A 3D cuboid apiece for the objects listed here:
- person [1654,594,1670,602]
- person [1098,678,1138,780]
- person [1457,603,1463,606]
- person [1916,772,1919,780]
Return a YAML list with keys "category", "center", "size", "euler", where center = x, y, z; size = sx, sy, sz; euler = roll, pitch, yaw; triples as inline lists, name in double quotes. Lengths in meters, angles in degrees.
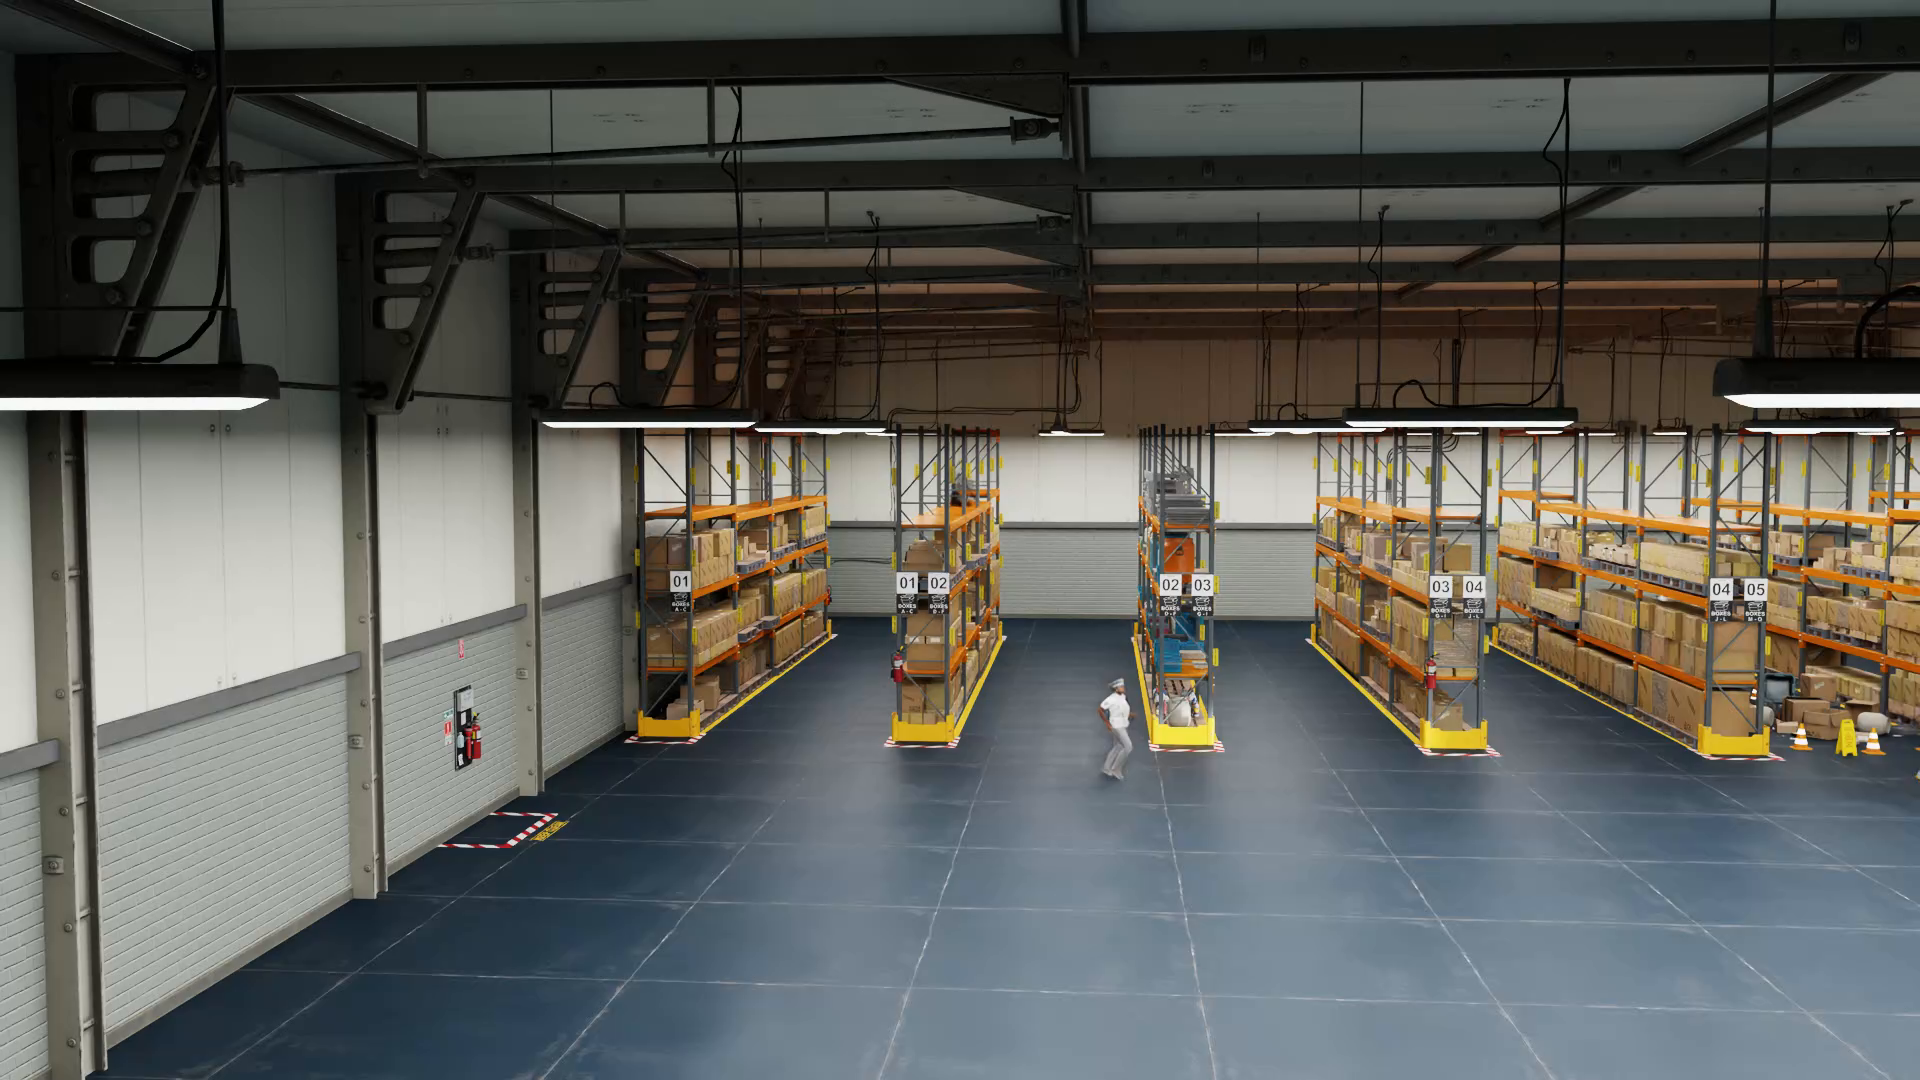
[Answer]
- category: "person"
  center: [19.985, 2.054, 47.245]
  size: [0.713, 1.677, 0.725]
  euler: [1, 4, 18]
- category: "person"
  center: [2.681, 3.176, 27.975]
  size: [0.697, 1.711, 0.545]
  euler: [2, 4, 29]
- category: "person"
  center: [14.037, 2.044, 46.785]
  size: [0.749, 1.714, 0.765]
  euler: [-2, 4, -28]
- category: "person"
  center: [15.724, 3.231, 26.441]
  size: [0.685, 1.776, 0.874]
  euler: [-3, 4, -36]
